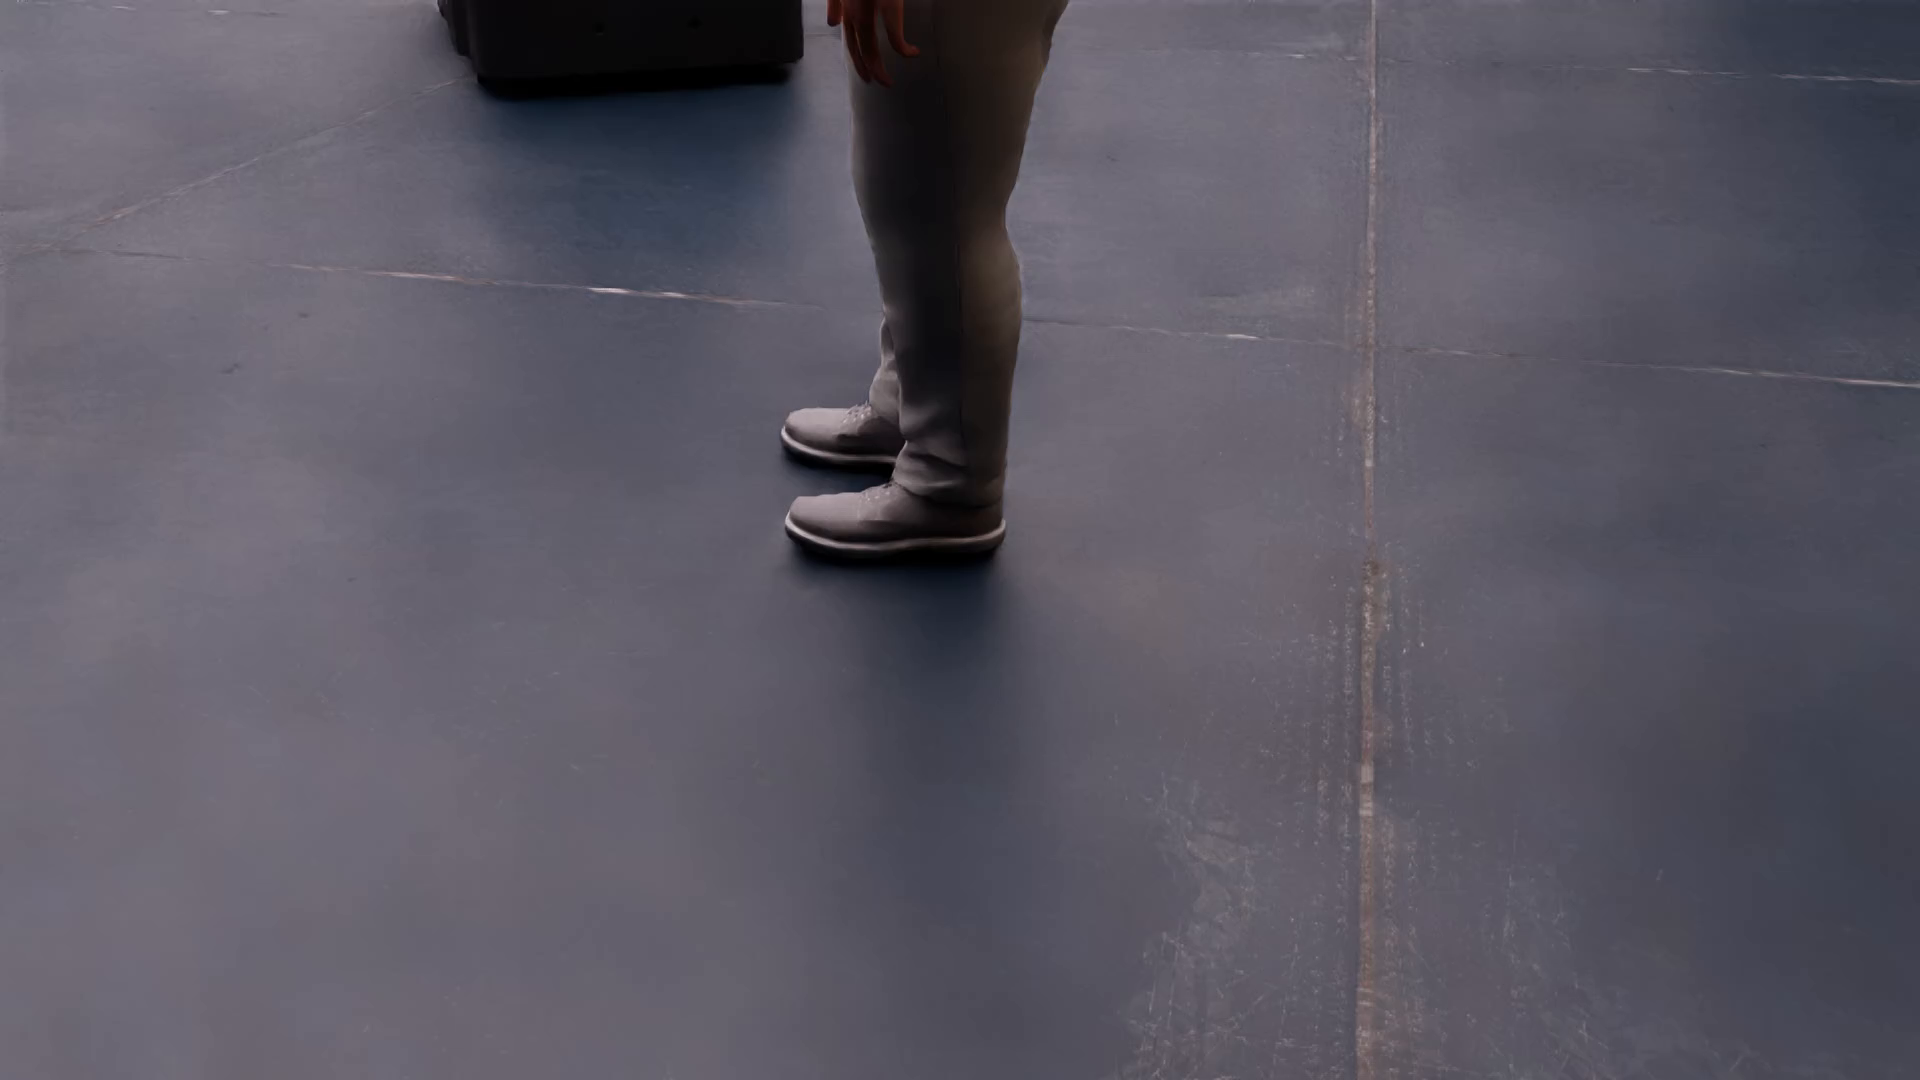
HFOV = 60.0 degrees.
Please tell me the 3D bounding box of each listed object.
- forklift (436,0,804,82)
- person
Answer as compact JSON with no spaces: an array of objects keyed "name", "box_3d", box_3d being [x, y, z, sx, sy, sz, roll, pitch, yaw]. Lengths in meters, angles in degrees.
[{"name":"forklift","box_3d":[-1.481,-3.391,5.967,1.130,2.935,3.031,-9,28,-17]},{"name":"person","box_3d":[-0.073,-0.815,2.121,0.574,1.781,0.640,6,27,11]}]
